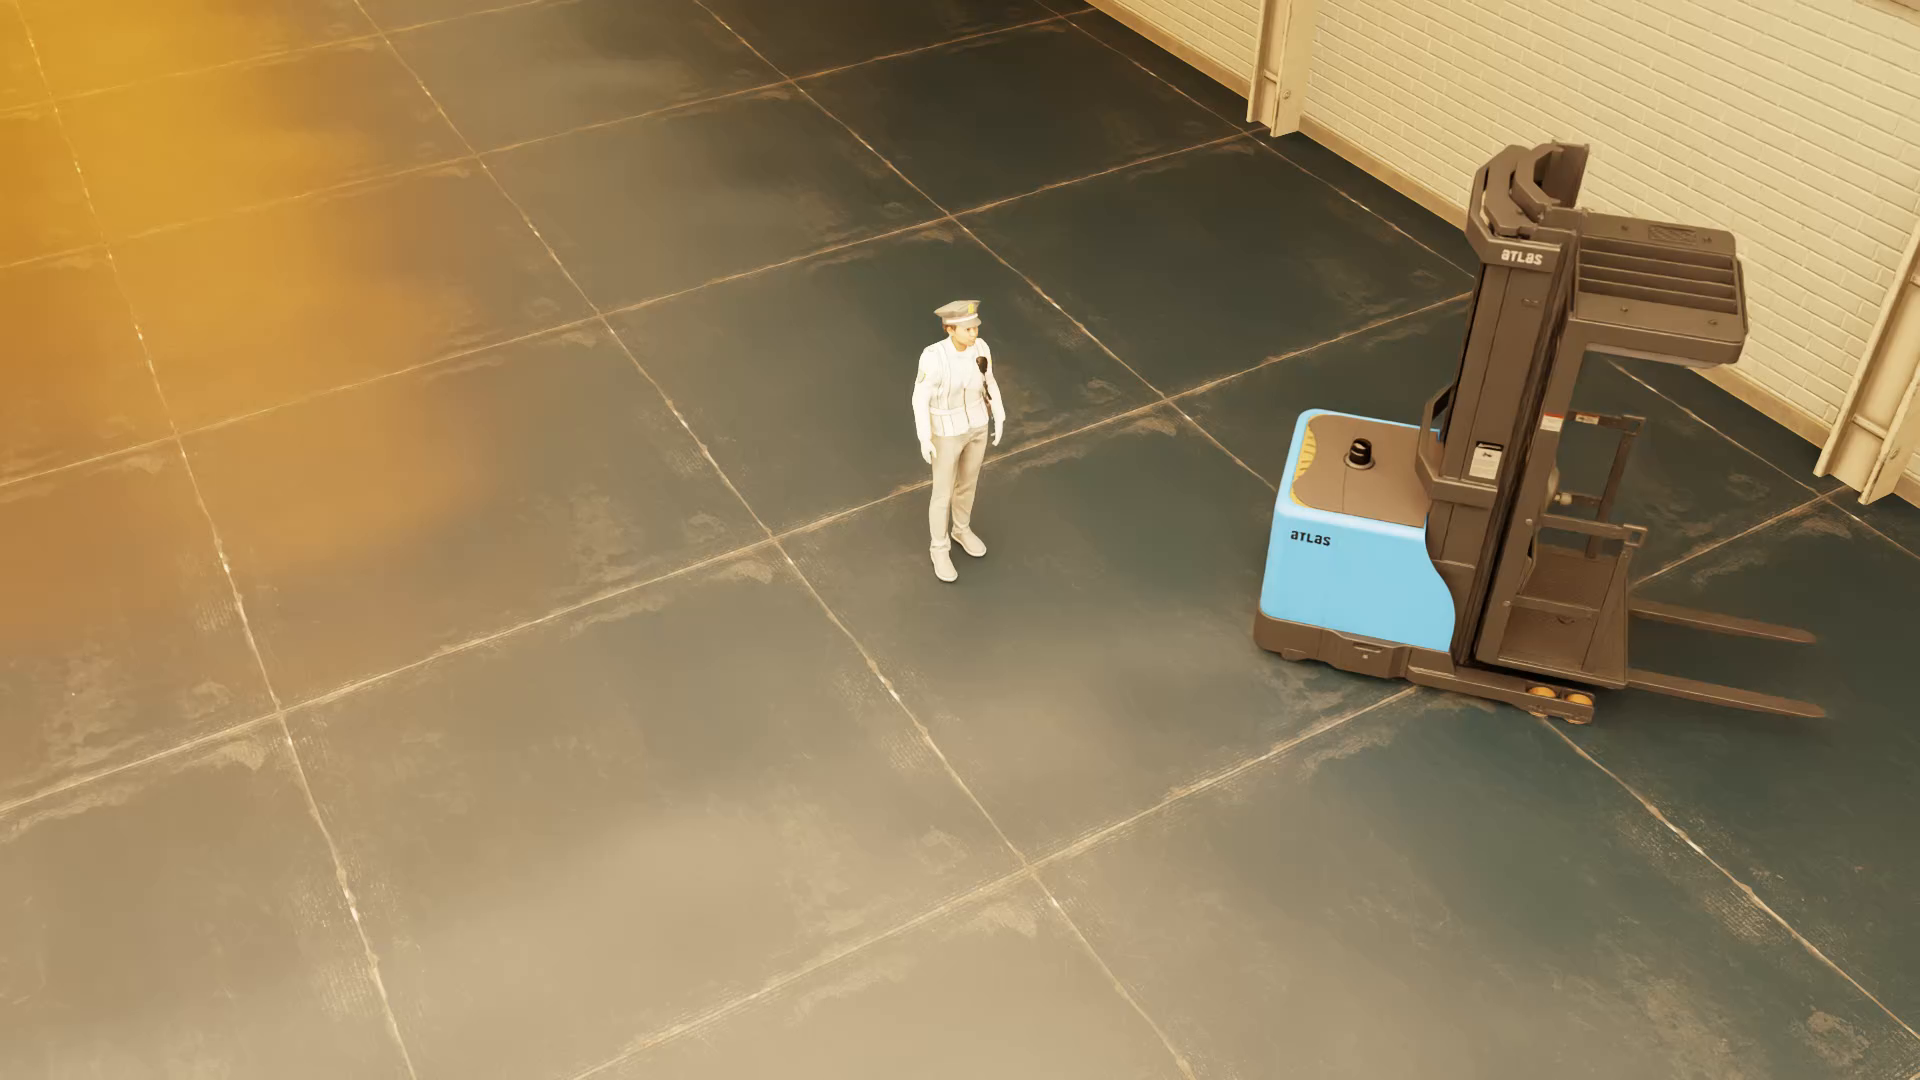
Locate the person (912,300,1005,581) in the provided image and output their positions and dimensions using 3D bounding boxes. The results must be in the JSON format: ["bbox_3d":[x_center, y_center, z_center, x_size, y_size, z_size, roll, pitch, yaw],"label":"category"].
[{"bbox_3d":[0.029,-0.617,9.738,0.586,1.694,0.530,-20,44,-23],"label":"person"}]

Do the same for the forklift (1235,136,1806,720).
[{"bbox_3d":[3.161,-0.520,8.663,3.031,2.935,1.130,11,41,13],"label":"forklift"}]
